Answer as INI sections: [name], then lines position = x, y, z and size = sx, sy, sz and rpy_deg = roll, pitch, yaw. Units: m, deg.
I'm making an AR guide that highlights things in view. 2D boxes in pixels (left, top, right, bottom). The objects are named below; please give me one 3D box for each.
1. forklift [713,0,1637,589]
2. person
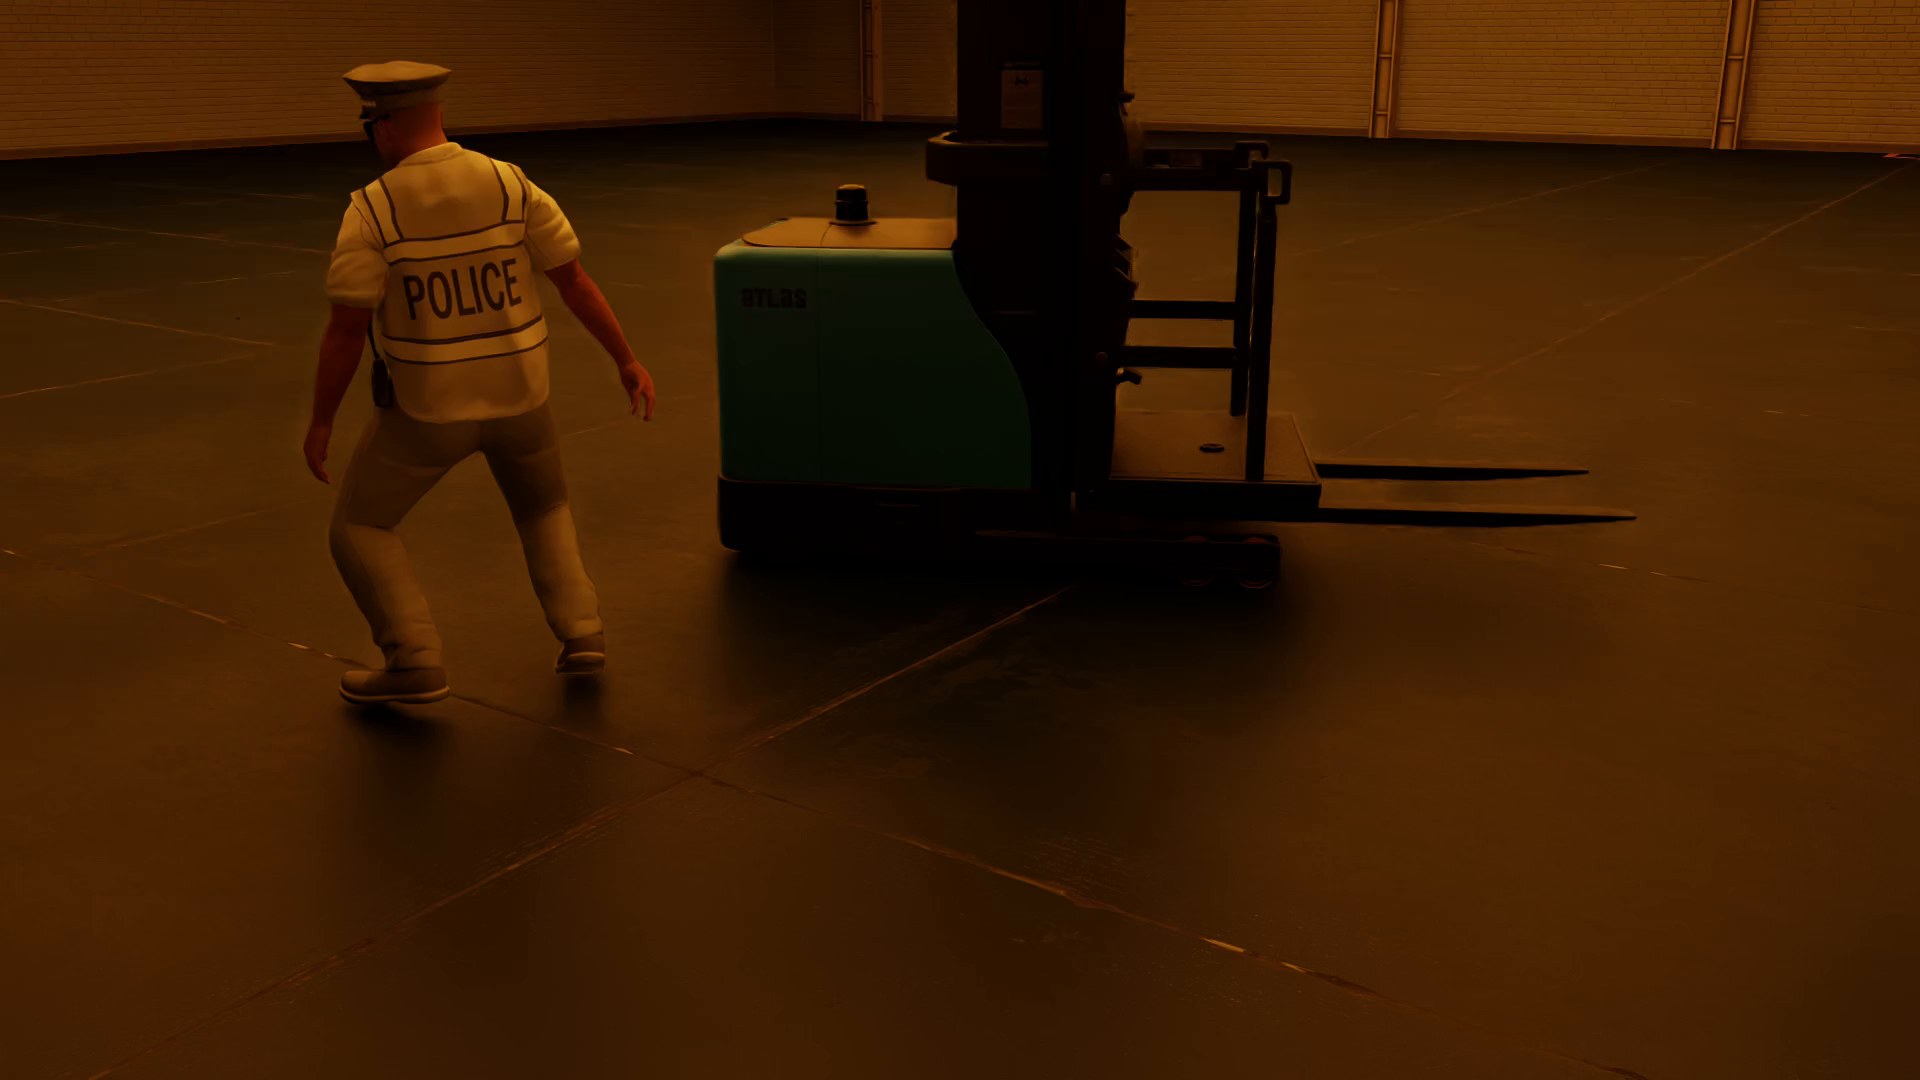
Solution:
[forklift]
position = 0.735, -1.405, 5.532
size = 3.031, 2.935, 1.130
rpy_deg = 2, 17, 6
[person]
position = -1.253, -0.402, 4.358
size = 0.897, 1.643, 0.505
rpy_deg = -9, 19, -28
